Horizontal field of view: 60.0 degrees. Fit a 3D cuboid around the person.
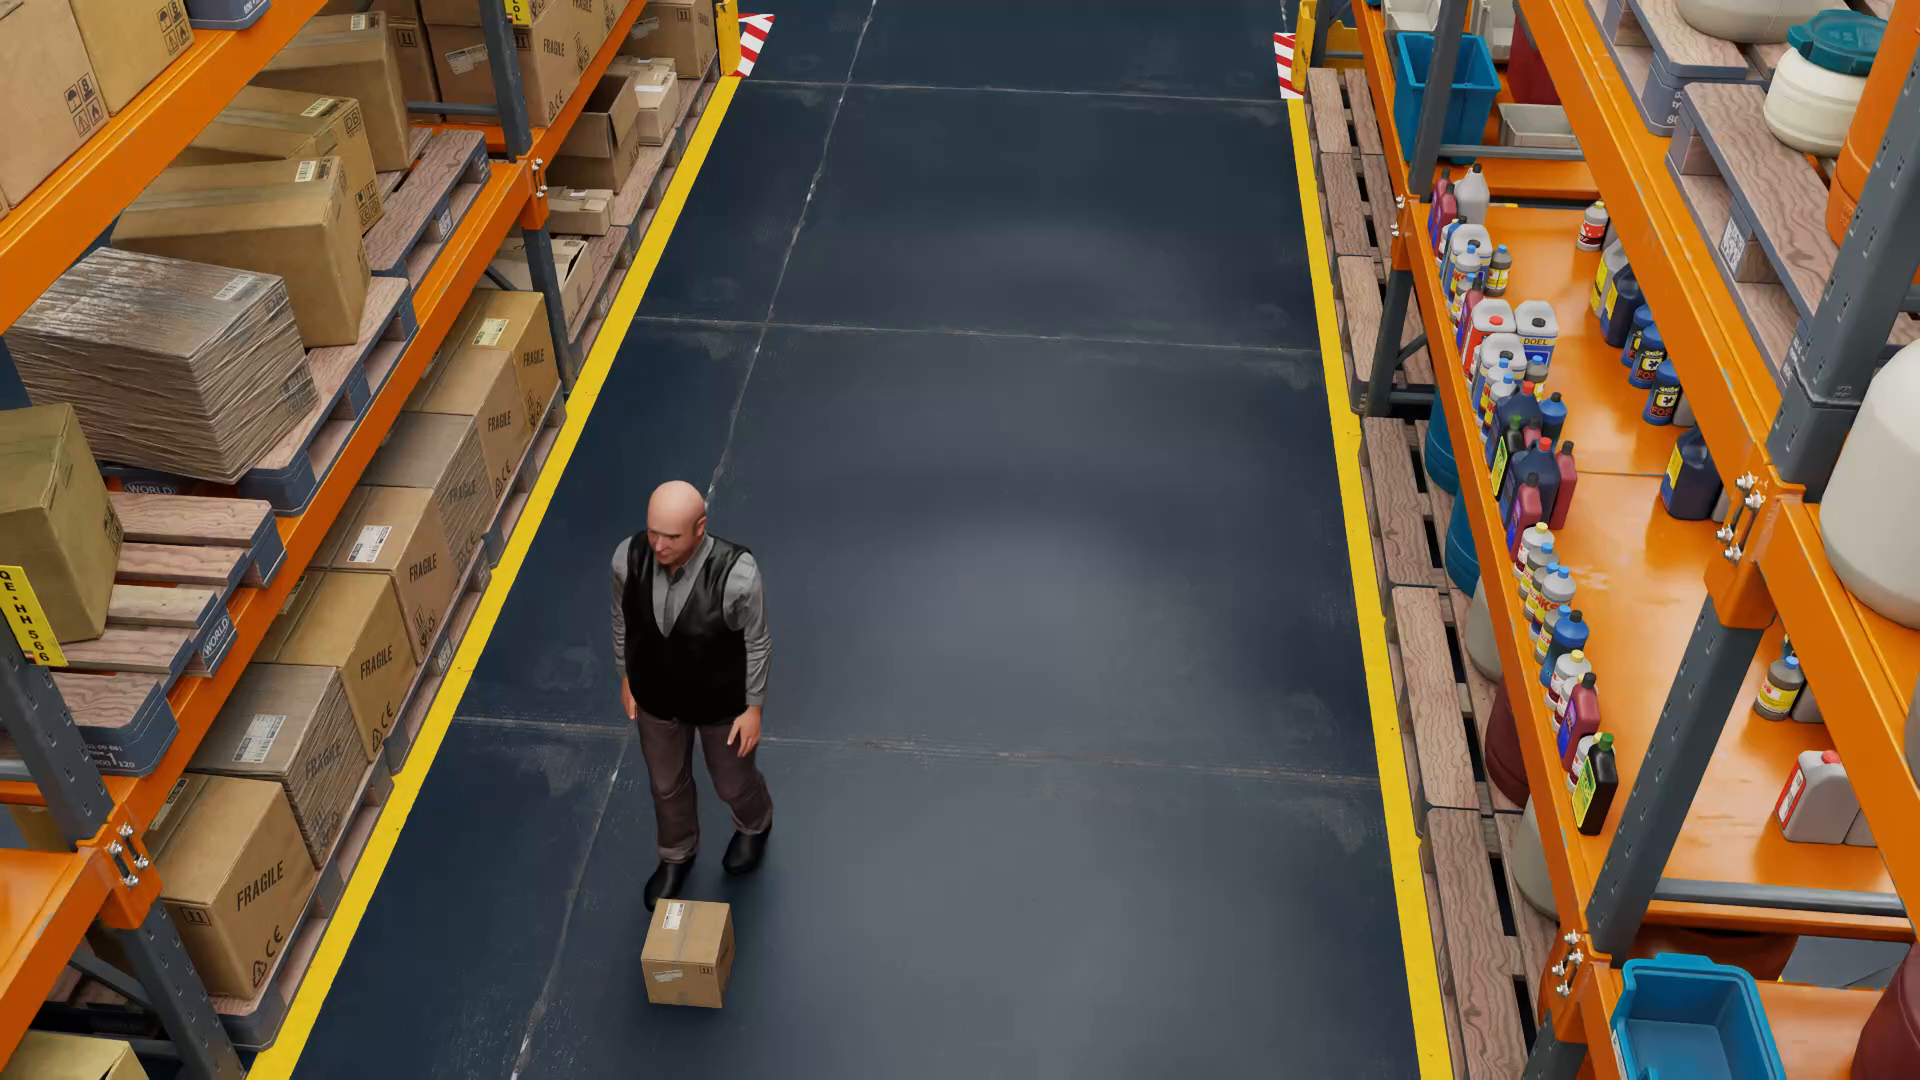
[{"bbox_3d":[-0.888,0.530,5.536,0.555,1.736,0.523,10,41,11],"label":"person"}]
